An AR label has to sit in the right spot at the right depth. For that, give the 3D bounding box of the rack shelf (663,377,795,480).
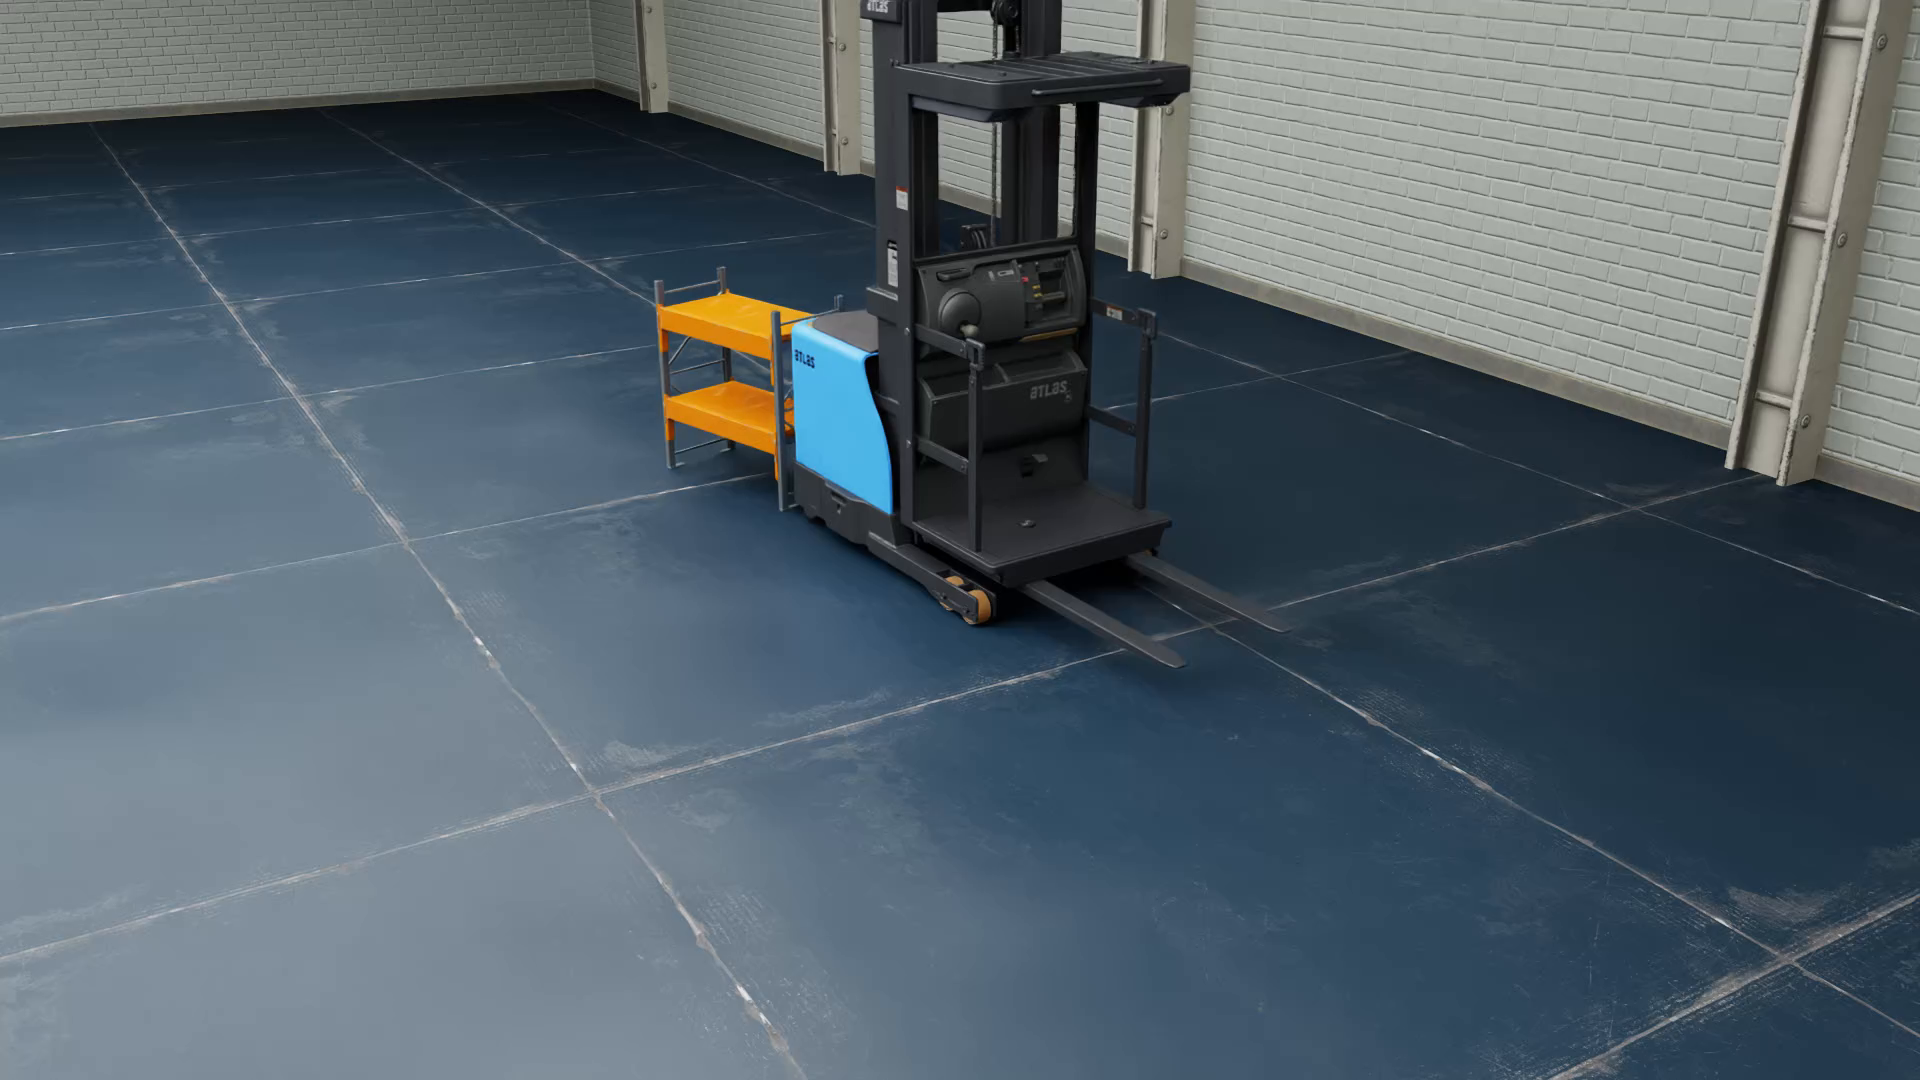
[{"bbox_3d":[-1.189,-0.659,9.587,1.000,0.278,0.538,20,29,40],"label":"rack shelf"}]

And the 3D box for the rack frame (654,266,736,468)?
[{"bbox_3d":[-1.558,-1.017,9.819,0.032,1.125,0.500,20,29,40],"label":"rack frame"}]

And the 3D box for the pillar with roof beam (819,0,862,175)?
[{"bbox_3d":[-5.058,-7.626,15.624,9.100,9.000,0.400,-13,25,-28],"label":"pillar with roof beam"}]

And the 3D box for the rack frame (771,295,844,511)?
[{"bbox_3d":[-0.820,-0.753,9.171,0.032,1.125,0.500,20,29,40],"label":"rack frame"}]

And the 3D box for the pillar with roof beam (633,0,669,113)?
[{"bbox_3d":[-8.123,-9.569,20.402,9.100,9.000,0.400,-13,25,-28],"label":"pillar with roof beam"}]

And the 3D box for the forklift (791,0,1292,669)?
[{"bbox_3d":[0.330,-1.162,7.778,1.130,2.935,3.031,-14,26,-31],"label":"forklift"}]

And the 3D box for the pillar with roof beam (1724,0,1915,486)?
[{"bbox_3d":[1.072,-3.742,6.067,9.100,9.000,0.400,-13,25,-28],"label":"pillar with roof beam"}]

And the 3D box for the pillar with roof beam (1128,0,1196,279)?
[{"bbox_3d":[-1.993,-5.684,10.845,9.100,9.000,0.400,-13,25,-28],"label":"pillar with roof beam"}]

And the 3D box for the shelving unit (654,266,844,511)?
[{"bbox_3d":[-1.189,-0.885,9.495,1.048,1.125,0.538,20,29,40],"label":"shelving unit"}]

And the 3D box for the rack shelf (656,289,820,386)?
[{"bbox_3d":[-1.189,-1.156,9.385,1.000,0.278,0.538,20,29,40],"label":"rack shelf"}]
